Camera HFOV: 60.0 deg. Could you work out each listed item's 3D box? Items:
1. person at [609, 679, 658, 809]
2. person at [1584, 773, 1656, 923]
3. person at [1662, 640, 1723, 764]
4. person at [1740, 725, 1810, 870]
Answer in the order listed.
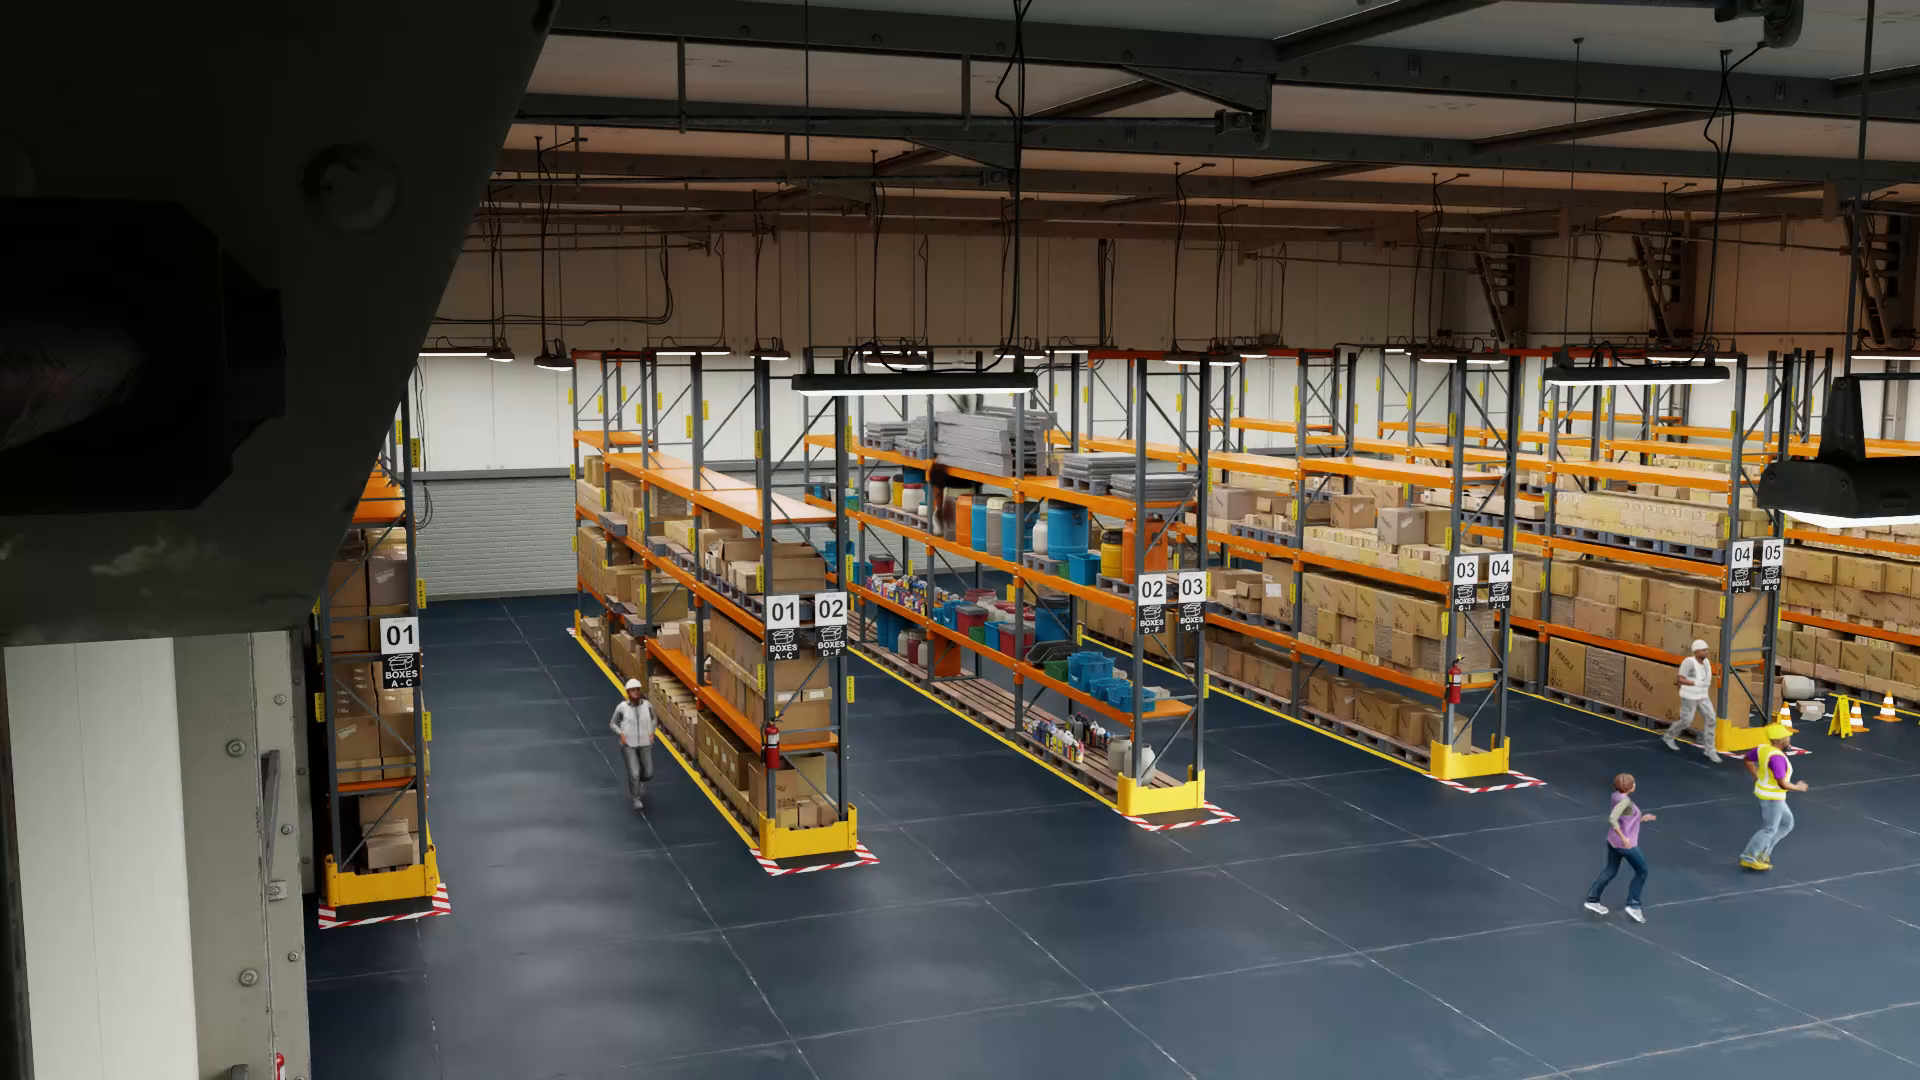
[{"bbox_3d":[-4.352,2.714,22.275,0.657,1.721,0.612,-3,8,-24],"label":"person"},{"bbox_3d":[7.134,3.317,17.924,0.717,1.646,0.505,0,7,-2],"label":"person"},{"bbox_3d":[10.948,2.370,24.831,0.707,1.806,0.944,-3,8,-26],"label":"person"},{"bbox_3d":[9.590,3.047,19.586,0.695,1.788,0.724,2,7,13],"label":"person"}]
